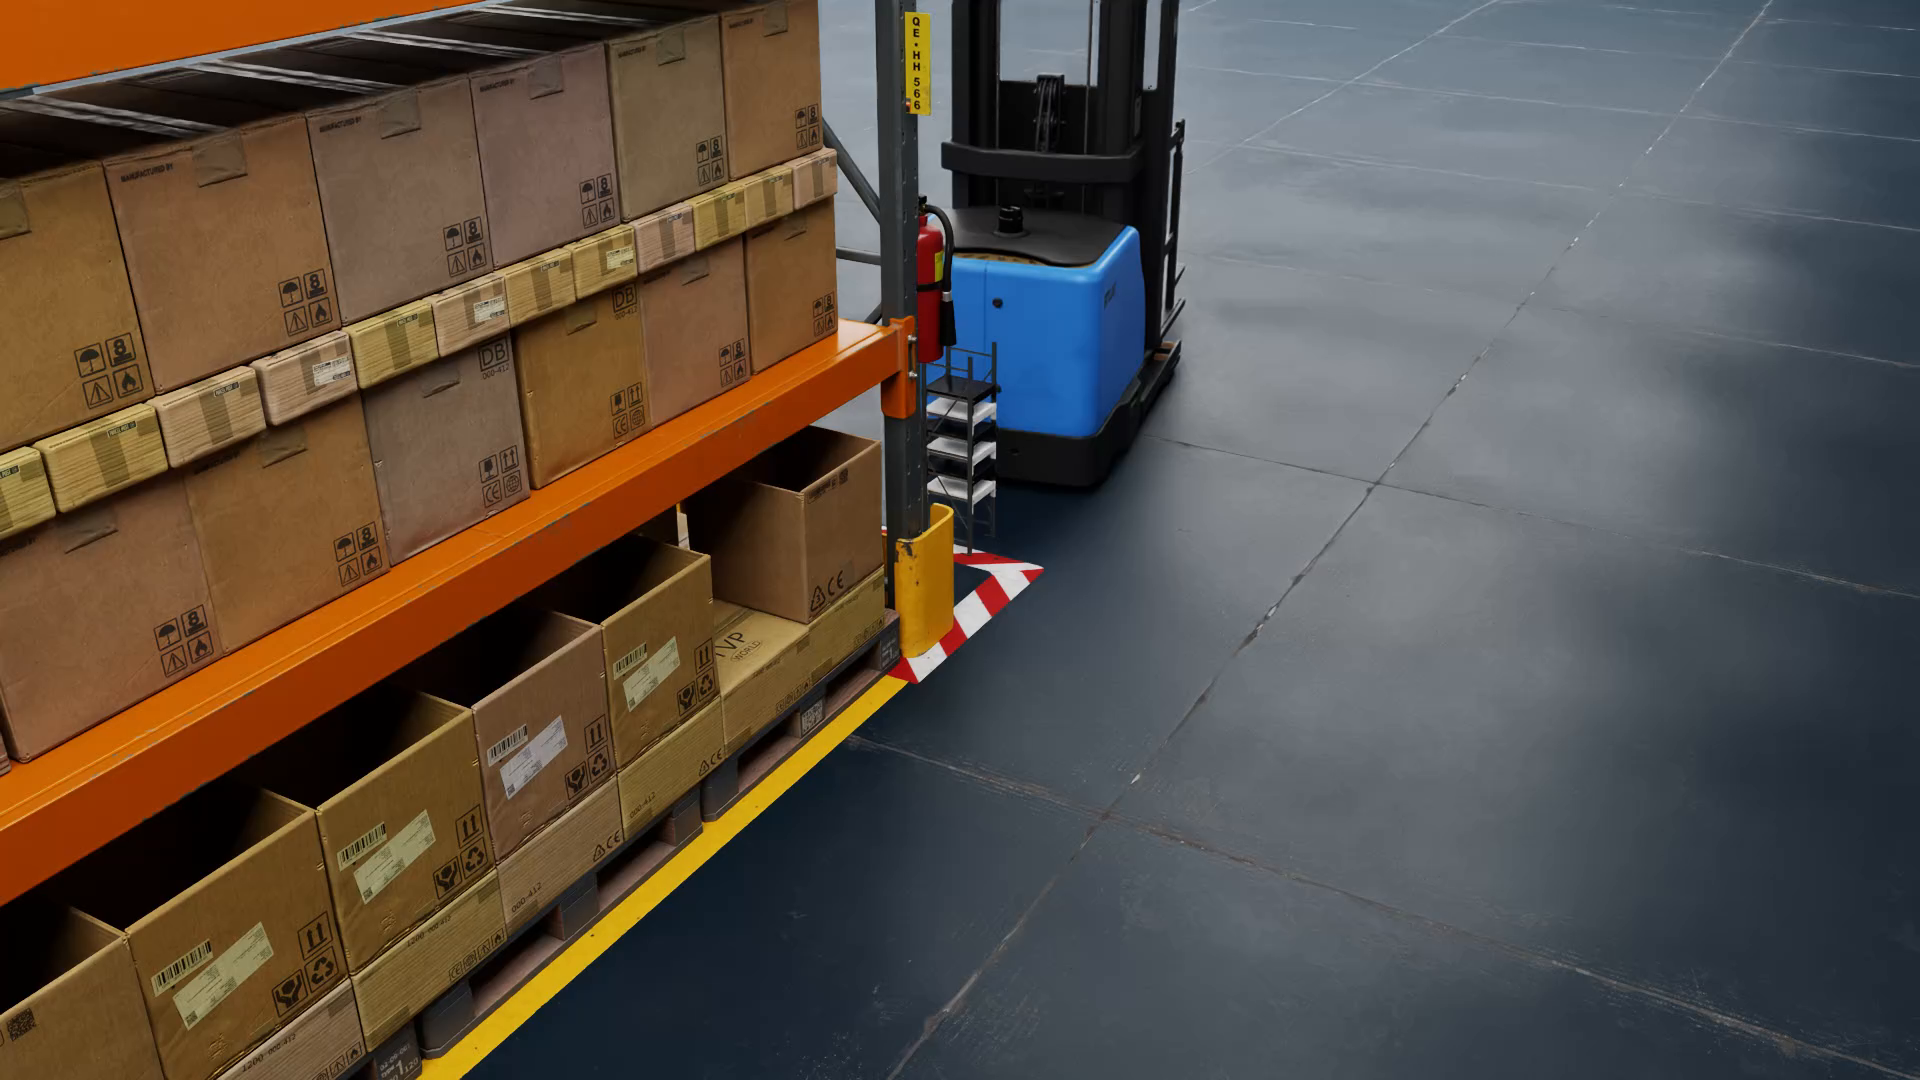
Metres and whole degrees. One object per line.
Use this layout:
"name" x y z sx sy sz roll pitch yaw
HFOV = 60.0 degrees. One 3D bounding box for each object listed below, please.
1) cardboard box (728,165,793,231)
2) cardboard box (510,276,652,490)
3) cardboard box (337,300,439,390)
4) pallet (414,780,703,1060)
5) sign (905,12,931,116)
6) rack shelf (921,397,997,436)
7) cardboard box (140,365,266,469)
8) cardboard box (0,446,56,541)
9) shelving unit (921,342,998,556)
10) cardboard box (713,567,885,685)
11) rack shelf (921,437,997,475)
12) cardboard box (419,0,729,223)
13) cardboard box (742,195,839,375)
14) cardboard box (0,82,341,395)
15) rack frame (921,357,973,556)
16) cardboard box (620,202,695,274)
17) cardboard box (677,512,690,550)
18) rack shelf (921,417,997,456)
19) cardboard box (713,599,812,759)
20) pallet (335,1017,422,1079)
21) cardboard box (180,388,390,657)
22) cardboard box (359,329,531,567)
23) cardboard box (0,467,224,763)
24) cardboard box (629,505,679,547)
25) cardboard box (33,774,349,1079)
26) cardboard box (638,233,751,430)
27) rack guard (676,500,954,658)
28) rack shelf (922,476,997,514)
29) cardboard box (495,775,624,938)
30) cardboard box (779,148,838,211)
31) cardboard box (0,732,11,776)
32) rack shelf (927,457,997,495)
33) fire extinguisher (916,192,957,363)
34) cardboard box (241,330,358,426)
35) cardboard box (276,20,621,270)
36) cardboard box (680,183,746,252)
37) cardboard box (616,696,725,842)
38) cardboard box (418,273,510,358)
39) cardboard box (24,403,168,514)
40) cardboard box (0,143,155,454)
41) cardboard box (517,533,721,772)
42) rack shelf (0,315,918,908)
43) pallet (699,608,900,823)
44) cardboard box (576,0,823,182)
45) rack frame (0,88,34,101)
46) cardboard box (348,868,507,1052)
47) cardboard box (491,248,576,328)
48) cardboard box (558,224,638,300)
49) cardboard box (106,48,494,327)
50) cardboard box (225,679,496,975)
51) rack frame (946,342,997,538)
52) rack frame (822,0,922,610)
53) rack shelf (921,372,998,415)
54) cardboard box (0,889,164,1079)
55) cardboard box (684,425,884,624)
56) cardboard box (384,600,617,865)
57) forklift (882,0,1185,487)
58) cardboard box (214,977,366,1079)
"cardboard box" -0.756 -1.107 5.275 0.380 0.149 0.250 15 30 27
"cardboard box" -1.351 -0.533 4.853 0.700 0.500 0.500 14 30 26
"cardboard box" -1.514 -0.508 4.078 0.380 0.149 0.250 14 30 26
"pallet" -1.547 0.962 5.092 1.003 0.211 1.213 14 30 26
"sign" -0.141 -1.565 5.466 0.100 0.325 0.005 14 30 26
"rack shelf" -0.004 -0.531 6.977 0.258 0.077 0.200 14 30 26
"cardboard box" -1.772 -0.302 3.666 0.380 0.149 0.250 13 29 24
"cardboard box" -2.024 -0.103 3.268 0.380 0.149 0.250 13 30 25
"shelving unit" -0.004 -0.399 7.042 0.258 0.900 0.210 14 30 26
"cardboard box" -0.613 0.250 6.002 0.500 0.250 0.500 14 30 26
"rack shelf" -0.004 -0.370 7.057 0.258 0.077 0.200 14 30 26
"cardboard box" -1.127 -1.285 4.904 0.700 0.500 0.500 13 30 25
"cardboard box" -0.847 -0.931 5.648 0.700 0.500 0.500 14 30 26
"cardboard box" -1.867 -0.698 3.733 0.700 0.500 0.500 14 30 26
"rack frame" -0.054 -0.360 6.963 0.240 0.900 0.006 14 30 26
"cardboard box" -1.007 -0.910 4.881 0.380 0.149 0.250 15 30 27
"cardboard box" -1.064 0.136 6.230 0.500 0.250 0.500 14 30 26
"rack shelf" -0.004 -0.450 7.017 0.258 0.077 0.200 14 30 26
"cardboard box" -0.849 0.448 5.607 0.500 0.250 0.500 14 30 26
"pallet" -2.146 1.439 4.139 1.003 0.211 1.213 14 30 26
"cardboard box" -1.857 -0.128 4.042 0.700 0.500 0.500 15 30 27
"cardboard box" -1.606 -0.327 4.441 0.700 0.500 0.500 15 30 28
"cardboard box" -2.108 0.067 3.653 0.700 0.500 0.500 14 30 26
"cardboard box" -1.308 -0.004 5.672 0.500 0.500 0.500 14 30 26
"cardboard box" -1.834 0.891 3.884 0.500 0.500 0.500 14 30 26
"cardboard box" -1.101 -0.726 5.237 0.700 0.500 0.500 15 30 27
"rack guard" -0.595 0.043 6.606 1.175 0.500 0.348 14 30 26
"rack shelf" -0.004 -0.209 7.138 0.258 0.077 0.200 14 30 26
"cardboard box" -1.340 0.837 4.829 0.500 0.250 0.500 14 30 26
"cardboard box" -0.628 -1.210 5.479 0.380 0.149 0.250 14 30 25
"cardboard box" -2.361 0.274 3.240 0.700 0.500 0.500 13 30 25
"rack shelf" -0.004 -0.289 7.098 0.258 0.077 0.200 14 30 26
"fire extinguisher" -0.144 -0.975 5.933 0.296 0.674 0.183 14 30 26
"cardboard box" -1.643 -0.407 3.875 0.380 0.149 0.250 13 30 25
"cardboard box" -1.375 -1.088 4.512 0.700 0.500 0.500 14 30 26
"cardboard box" -0.882 -1.008 5.076 0.380 0.149 0.250 14 30 25
"cardboard box" -1.093 0.643 5.217 0.500 0.250 0.500 14 30 26
"cardboard box" -1.390 -0.605 4.271 0.380 0.149 0.250 14 30 25
"cardboard box" -1.897 -0.205 3.472 0.380 0.149 0.250 14 30 26
"cardboard box" -2.114 -0.503 3.343 0.700 0.500 0.500 14 30 26
"cardboard box" -1.090 0.308 5.048 0.500 0.500 0.500 14 30 26
"rack shelf" -1.590 0.035 4.632 1.077 0.370 4.000 14 30 26
"pallet" -0.946 0.488 6.038 1.003 0.211 1.213 14 30 26
"cardboard box" -0.873 -1.491 5.316 0.700 0.500 0.500 14 30 26
"rack frame" -4.917 -2.158 8.210 1.000 3.000 0.127 14 30 26
"cardboard box" -1.581 1.033 4.437 0.500 0.250 0.500 14 30 26
"cardboard box" -1.264 -0.705 4.470 0.380 0.149 0.250 15 30 27
"cardboard box" -1.136 -0.808 4.676 0.380 0.149 0.250 15 30 28
"cardboard box" -1.621 -0.893 4.122 0.700 0.500 0.500 14 30 26
"cardboard box" -1.582 0.698 4.269 0.500 0.500 0.500 14 30 26
"rack frame" 0.046 -0.439 7.122 0.240 0.900 0.006 14 30 26
"rack frame" -0.606 -1.066 6.028 1.000 3.000 0.127 14 30 26
"rack shelf" -0.004 -0.611 6.937 0.258 0.077 0.200 14 30 26
"cardboard box" -2.073 1.088 3.491 0.500 0.500 0.500 14 30 26
"cardboard box" -0.611 -0.085 5.833 0.500 0.500 0.500 14 30 26
"cardboard box" -1.337 0.503 4.660 0.500 0.500 0.500 14 30 26
"forklift" 0.574 -2.193 8.357 1.130 2.935 3.031 8 28 16
"cardboard box" -1.832 1.227 4.050 0.500 0.250 0.500 14 30 26
